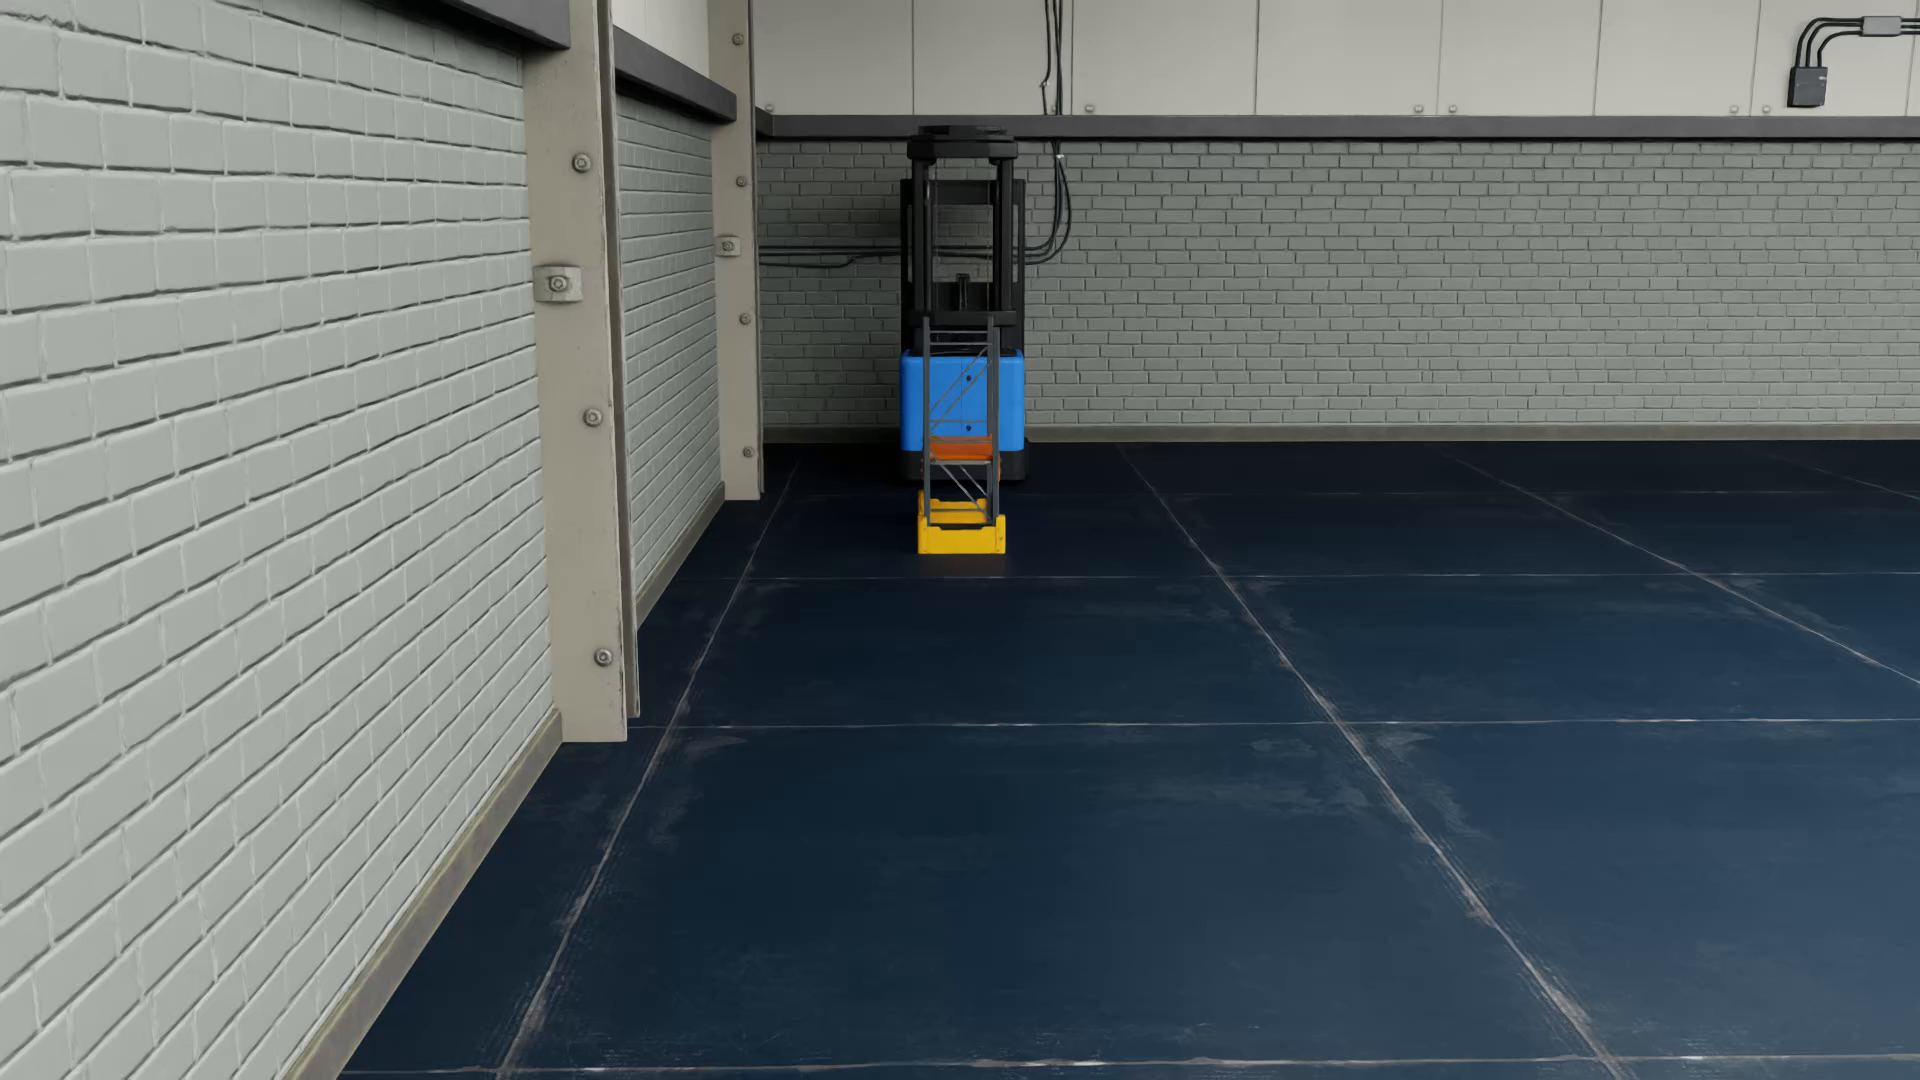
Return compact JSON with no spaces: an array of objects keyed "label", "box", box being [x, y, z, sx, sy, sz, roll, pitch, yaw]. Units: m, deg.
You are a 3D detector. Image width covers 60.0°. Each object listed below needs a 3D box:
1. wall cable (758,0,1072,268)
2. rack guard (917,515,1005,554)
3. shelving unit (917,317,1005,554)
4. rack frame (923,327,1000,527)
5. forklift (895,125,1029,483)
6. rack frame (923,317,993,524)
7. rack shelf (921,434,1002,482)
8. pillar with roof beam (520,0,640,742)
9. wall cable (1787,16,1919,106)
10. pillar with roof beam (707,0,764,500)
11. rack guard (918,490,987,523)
[{"label":"wall cable","box":[-0.478,-3.834,15.634,3.097,2.526,0.112,0,11,-1]},{"label":"rack guard","box":[0.009,-0.039,11.121,0.587,0.250,0.087,0,11,-1]},{"label":"shelving unit","box":[-0.002,-0.750,11.485,0.587,1.500,1.083,0,11,-1]},{"label":"rack frame","box":[0.009,-0.651,10.995,0.500,1.500,0.032,0,11,-1]},{"label":"forklift","box":[0.026,-2.158,14.826,1.130,2.935,3.031,0,11,0]},{"label":"rack frame","box":[-0.012,-0.853,11.992,0.500,1.500,0.032,0,11,-1]},{"label":"rack shelf","box":[-0.002,-0.576,11.529,0.538,0.185,1.000,0,11,-1]},{"label":"pillar with roof beam","box":[2.689,-3.590,6.620,9.100,9.000,0.400,0,11,-1]},{"label":"wall cable","box":[9.013,-7.058,15.164,2.305,6.003,0.169,0,11,-1]},{"label":"pillar with roof beam","box":[2.565,-4.782,12.499,9.100,9.000,0.400,0,11,-1]},{"label":"rack guard","box":[-0.012,-0.237,12.097,0.587,0.250,0.087,0,11,-1]}]
